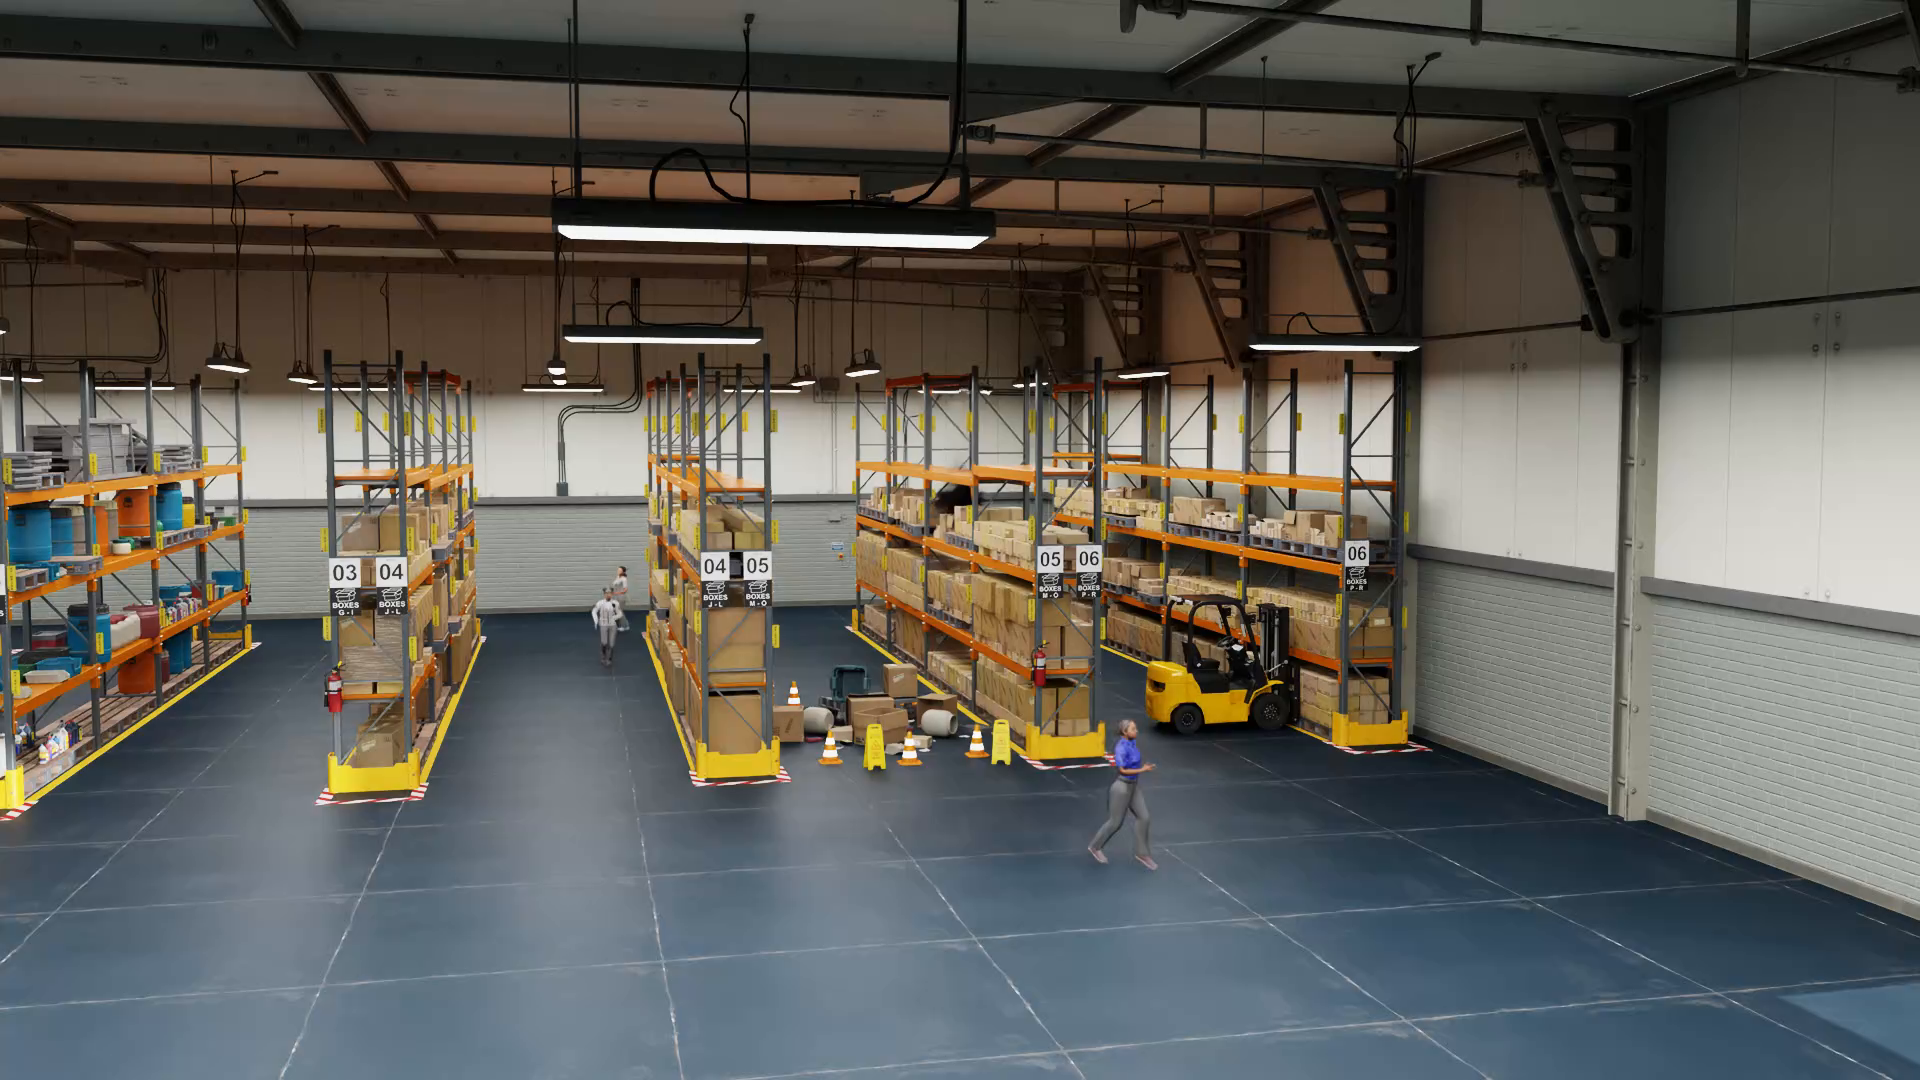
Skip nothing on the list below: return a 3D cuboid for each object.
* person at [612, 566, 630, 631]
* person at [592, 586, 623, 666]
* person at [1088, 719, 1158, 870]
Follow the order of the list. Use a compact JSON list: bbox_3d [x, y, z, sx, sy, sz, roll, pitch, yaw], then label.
[{"bbox_3d":[-8.087,1.450,39.633,0.684,1.701,0.583,-4,5,-43],"label":"person"},{"bbox_3d":[-7.242,1.780,34.228,0.603,1.653,0.587,-1,4,-17],"label":"person"},{"bbox_3d":[1.838,2.862,18.770,0.805,1.708,0.603,2,4,26],"label":"person"}]
